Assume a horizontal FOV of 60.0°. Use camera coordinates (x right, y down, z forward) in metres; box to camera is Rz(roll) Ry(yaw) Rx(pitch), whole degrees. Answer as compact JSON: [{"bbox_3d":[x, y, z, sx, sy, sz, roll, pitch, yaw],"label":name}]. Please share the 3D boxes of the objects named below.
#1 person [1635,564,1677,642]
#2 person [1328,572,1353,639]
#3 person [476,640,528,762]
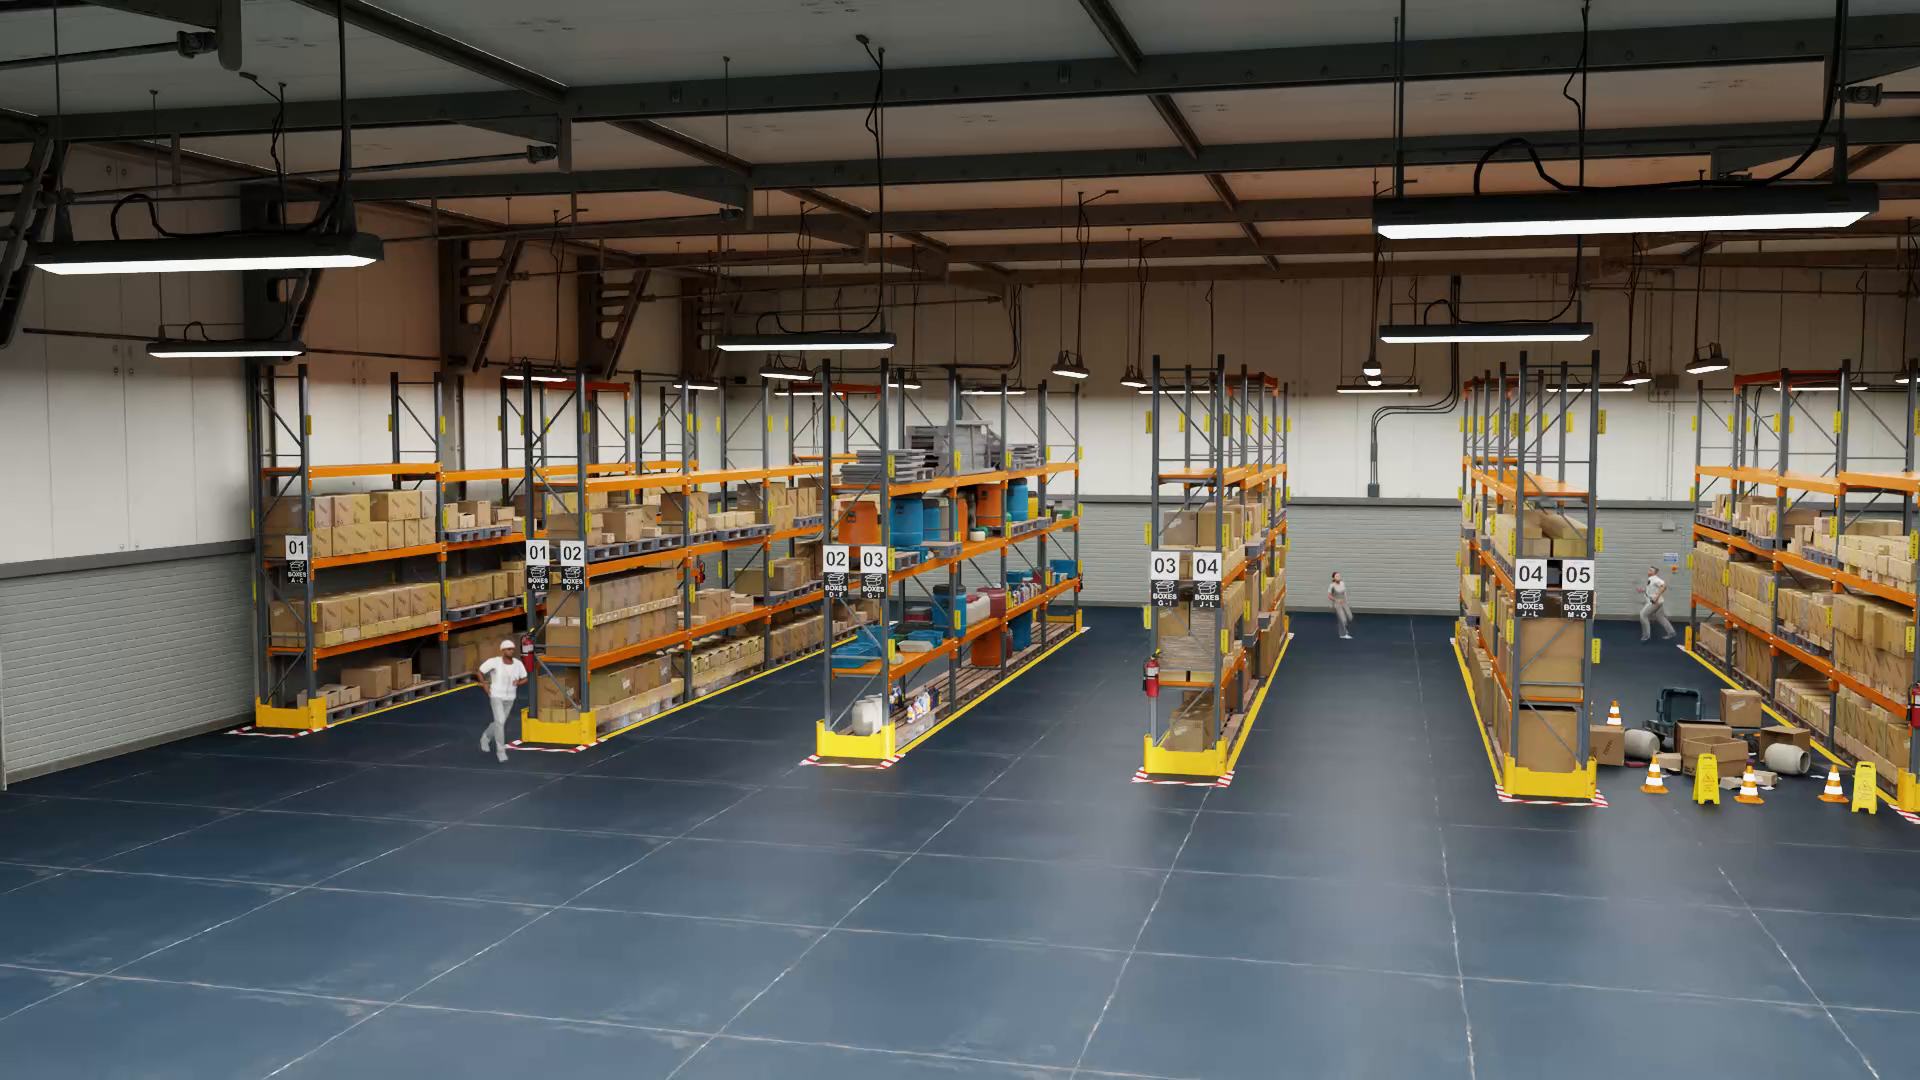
[{"bbox_3d":[16.048,1.486,38.342,0.921,1.841,0.674,2,4,26],"label":"person"},{"bbox_3d":[8.881,1.526,38.885,0.647,1.592,0.526,-1,4,-19],"label":"person"},{"bbox_3d":[-6.894,2.397,25.167,0.713,1.776,0.921,-4,6,-45],"label":"person"}]
